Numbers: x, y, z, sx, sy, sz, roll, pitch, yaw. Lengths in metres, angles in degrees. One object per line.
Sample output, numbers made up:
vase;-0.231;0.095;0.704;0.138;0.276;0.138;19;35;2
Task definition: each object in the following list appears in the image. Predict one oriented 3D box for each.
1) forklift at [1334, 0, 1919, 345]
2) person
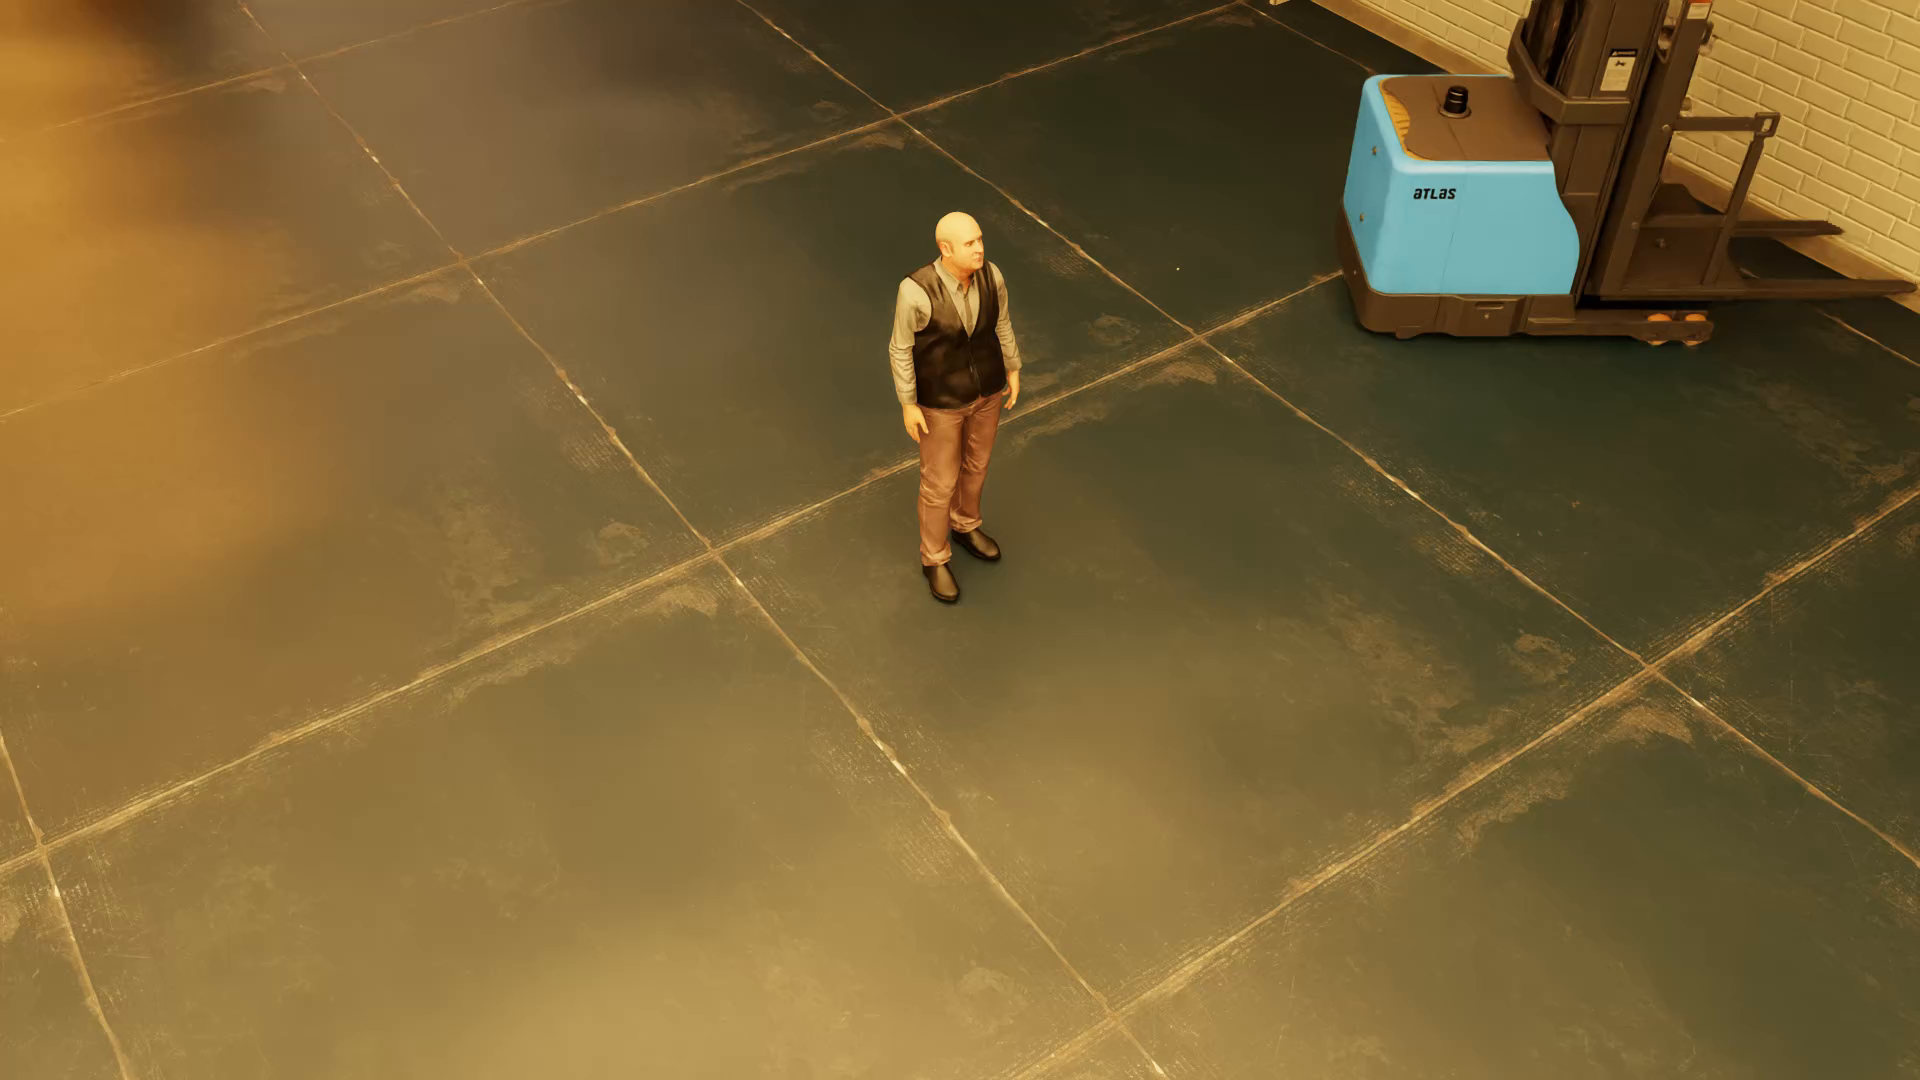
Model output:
forklift;3.692;-2.501;8.429;3.031;2.935;1.130;0;43;0
person;0.028;-0.601;7.249;0.632;1.720;0.568;-25;48;-25
